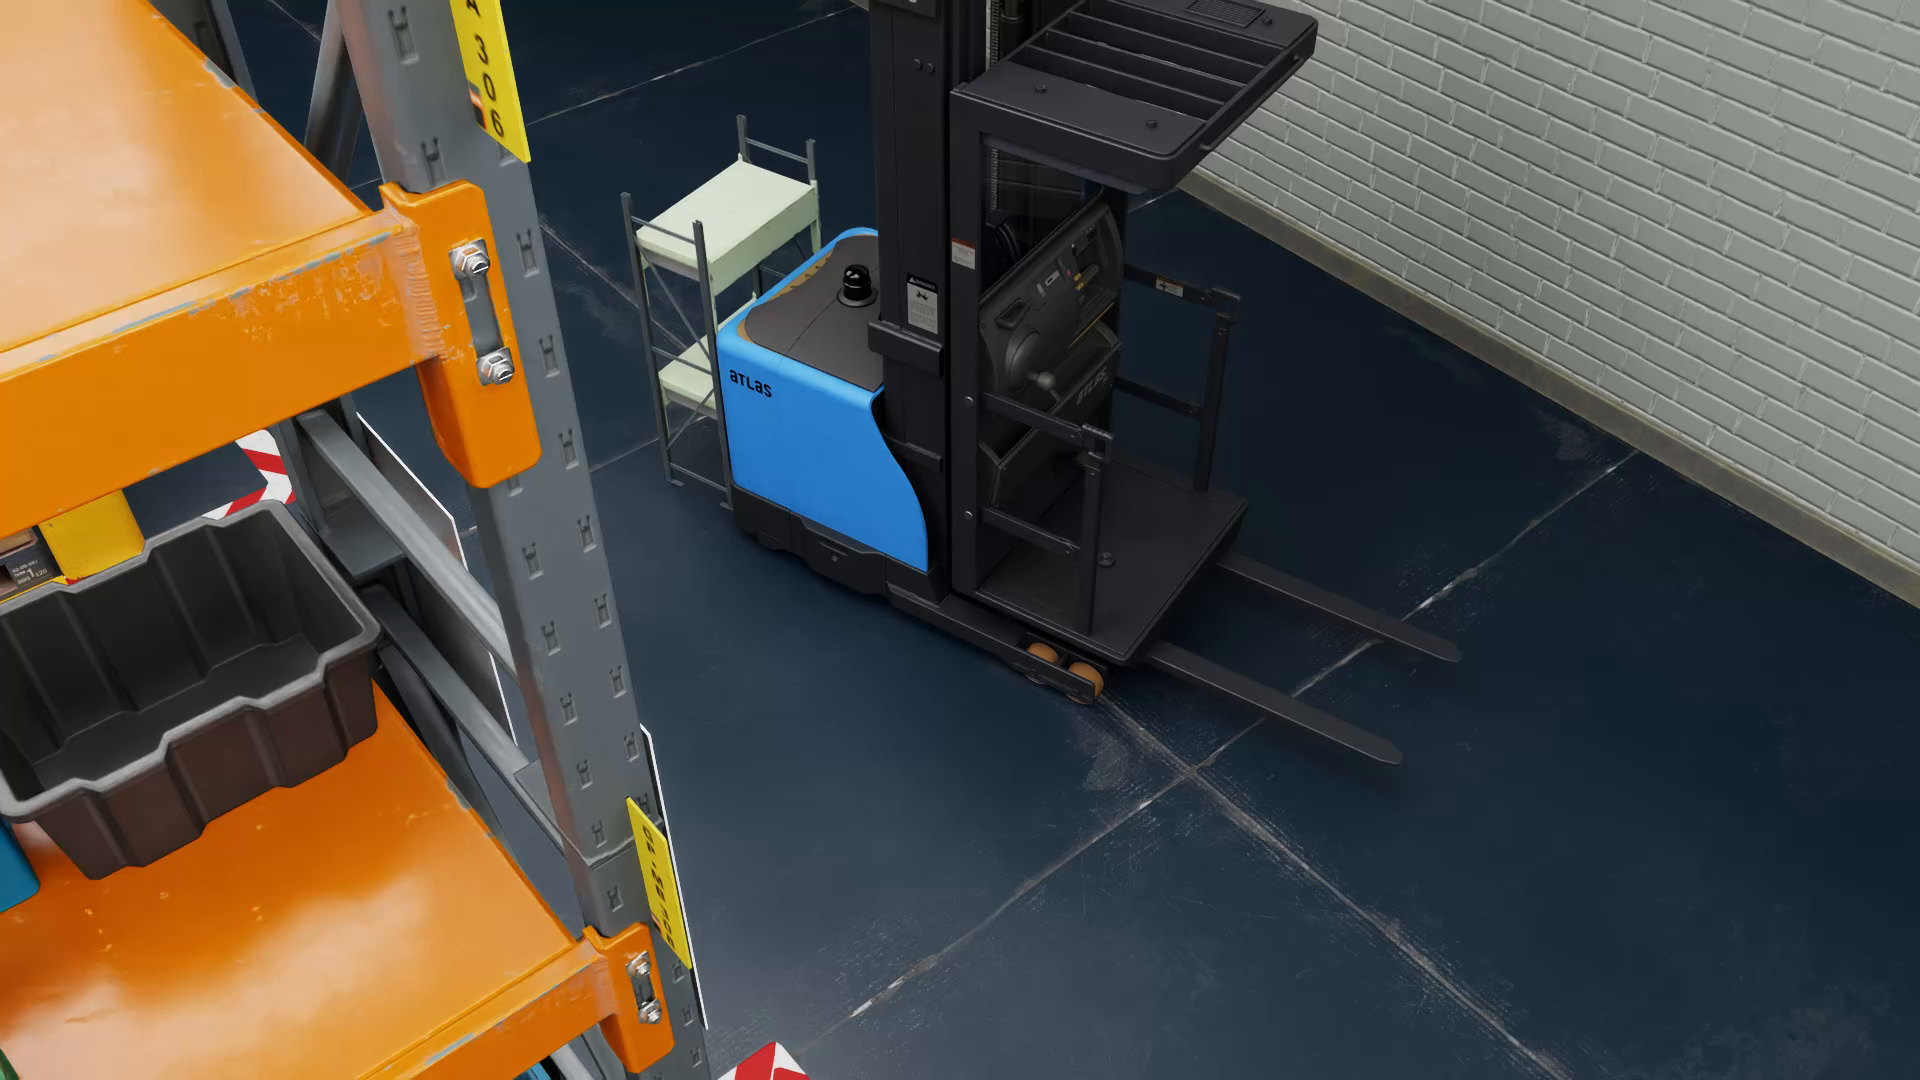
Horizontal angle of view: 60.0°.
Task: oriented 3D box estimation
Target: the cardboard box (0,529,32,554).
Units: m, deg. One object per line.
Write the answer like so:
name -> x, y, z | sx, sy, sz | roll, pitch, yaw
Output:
cardboard box -> -4.242, -0.199, 6.830 | 0.500, 0.500, 0.500 | -30, 51, -28

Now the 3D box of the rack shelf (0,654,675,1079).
rack shelf -> -2.342, 1.332, 2.029 | 4.000, 0.370, 1.077 | -30, 51, -28

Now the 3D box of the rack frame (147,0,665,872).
rack frame -> -0.808, -0.903, 1.691 | 0.127, 3.000, 1.000 | -30, 51, -28

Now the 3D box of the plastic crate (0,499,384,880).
plastic crate -> -1.282, 0.261, 2.739 | 0.590, 0.269, 0.497 | -30, 51, -28

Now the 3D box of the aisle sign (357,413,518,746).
aisle sign -> -0.943, 0.149, 3.055 | 0.004, 0.787, 0.394 | -30, 51, -28

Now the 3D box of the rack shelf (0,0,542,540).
rack shelf -> -2.342, 0.384, 1.139 | 4.000, 0.370, 1.077 | -30, 51, -28

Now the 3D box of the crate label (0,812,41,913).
crate label -> -1.723, 0.481, 2.518 | 0.502, 0.251, 0.408 | -30, 51, -28

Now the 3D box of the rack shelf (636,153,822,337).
rack shelf -> -0.968, -1.244, 6.963 | 0.431, 0.370, 0.720 | 24, 48, 23

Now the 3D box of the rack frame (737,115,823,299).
rack frame -> -0.769, -1.170, 7.454 | 0.400, 1.500, 0.023 | 24, 48, 23

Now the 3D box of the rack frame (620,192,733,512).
rack frame -> -1.168, -0.750, 7.007 | 0.400, 1.500, 0.023 | 24, 48, 23

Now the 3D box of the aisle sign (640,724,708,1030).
aisle sign -> -0.565, 0.459, 2.725 | 0.004, 0.787, 0.394 | -30, 51, -28

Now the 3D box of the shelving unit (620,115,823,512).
shelving unit -> -0.968, -0.960, 7.230 | 0.431, 1.500, 0.755 | 24, 48, 23

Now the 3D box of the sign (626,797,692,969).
sign -> -0.443, 0.511, 2.454 | 0.005, 0.325, 0.100 | -30, 51, -28

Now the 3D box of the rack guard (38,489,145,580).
rack guard -> -4.041, -0.374, 7.337 | 0.348, 0.500, 1.175 | -30, 51, -28

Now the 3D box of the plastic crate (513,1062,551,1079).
plastic crate -> -0.945, 1.495, 3.451 | 0.499, 0.435, 0.616 | -30, 51, -28

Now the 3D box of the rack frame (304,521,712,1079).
rack frame -> -0.808, 1.284, 3.745 | 0.127, 3.000, 1.000 | -30, 51, -28

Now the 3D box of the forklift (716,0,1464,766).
forklift -> 0.522, -0.836, 6.053 | 3.031, 2.935, 1.130 | 24, 48, 23

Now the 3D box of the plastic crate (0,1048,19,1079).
plastic crate -> -1.381, 0.851, 2.170 | 0.336, 0.188, 0.450 | -30, 51, -28

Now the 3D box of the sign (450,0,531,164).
sign -> -0.443, -0.503, 1.502 | 0.005, 0.325, 0.100 | -30, 51, -28

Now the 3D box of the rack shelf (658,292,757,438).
rack shelf -> -0.968, -0.722, 7.453 | 0.431, 0.370, 0.720 | 24, 48, 23

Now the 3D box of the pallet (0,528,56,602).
pallet -> -4.652, 0.082, 7.062 | 1.213, 0.211, 1.003 | -30, 51, -28
